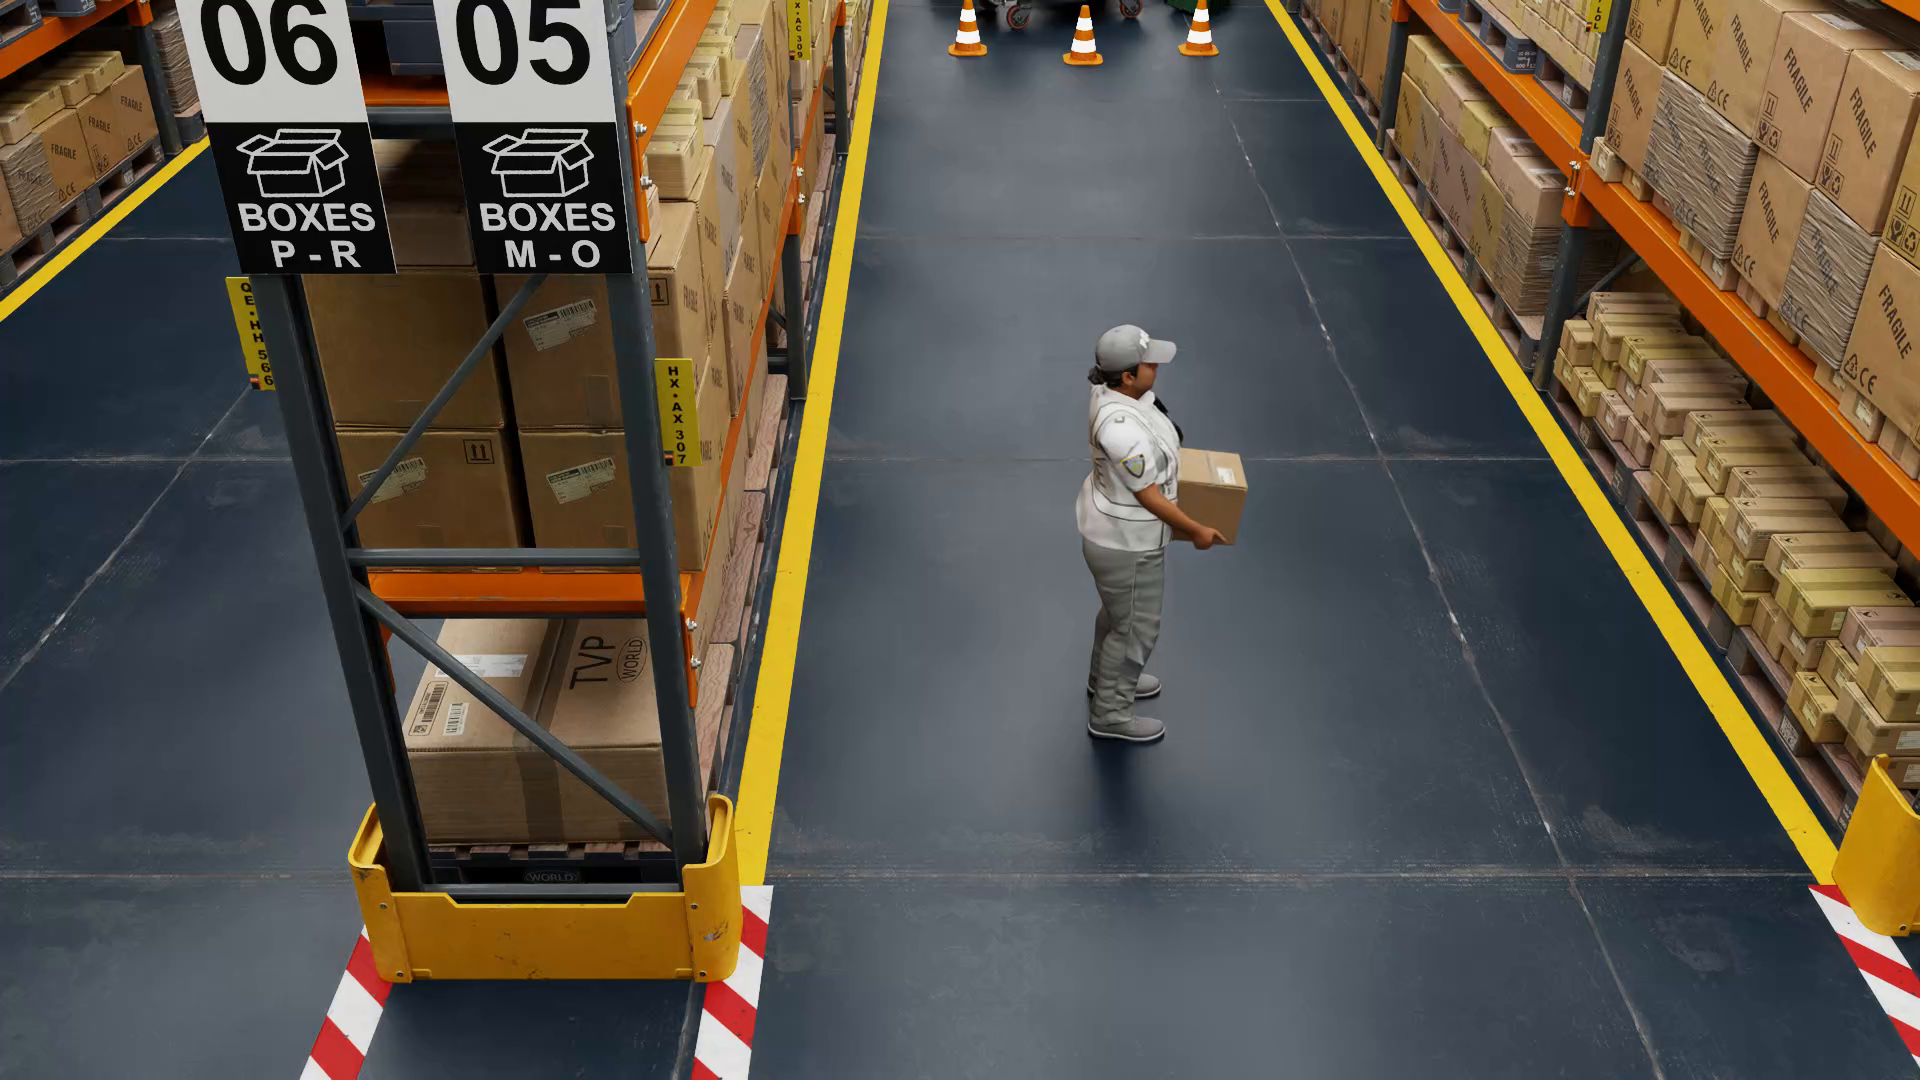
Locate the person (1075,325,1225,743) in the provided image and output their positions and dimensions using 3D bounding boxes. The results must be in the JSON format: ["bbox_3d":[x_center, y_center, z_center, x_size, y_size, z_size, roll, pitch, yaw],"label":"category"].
[{"bbox_3d":[0.697,-0.024,6.183,0.535,1.656,0.455,0,32,1],"label":"person"}]
